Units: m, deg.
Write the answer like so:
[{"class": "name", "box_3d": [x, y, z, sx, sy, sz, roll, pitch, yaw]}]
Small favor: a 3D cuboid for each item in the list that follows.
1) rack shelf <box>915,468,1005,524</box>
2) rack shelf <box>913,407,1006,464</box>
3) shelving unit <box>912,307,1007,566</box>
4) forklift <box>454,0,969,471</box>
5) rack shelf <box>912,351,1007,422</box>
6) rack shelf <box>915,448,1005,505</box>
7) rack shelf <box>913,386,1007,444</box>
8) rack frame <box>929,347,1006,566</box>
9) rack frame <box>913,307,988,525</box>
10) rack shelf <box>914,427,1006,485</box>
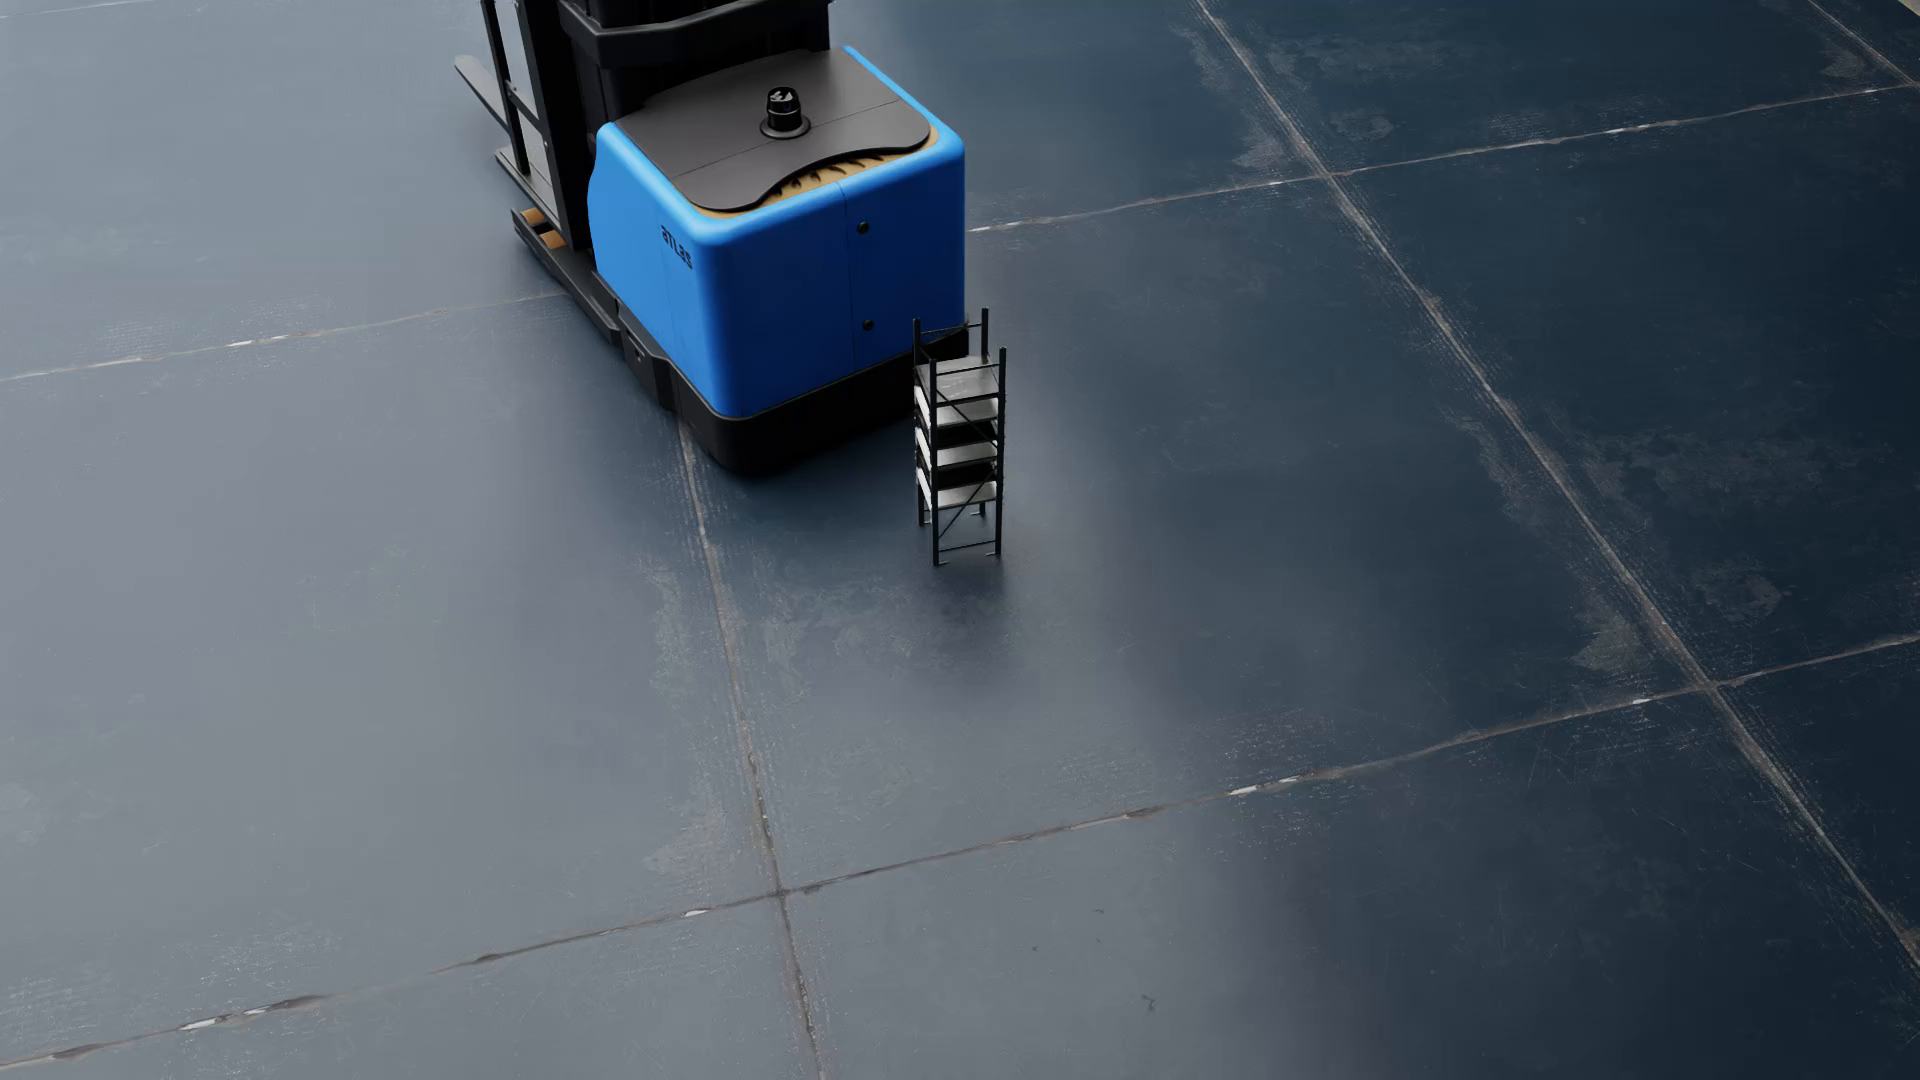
[{"class": "rack shelf", "box_3d": [-0.002, -0.171, 5.586, 0.258, 0.077, 0.200, -11, 47, -10]}, {"class": "rack shelf", "box_3d": [-0.002, -0.360, 5.394, 0.258, 0.077, 0.200, -11, 47, -10]}, {"class": "shelving unit", "box_3d": [-0.002, -0.321, 5.434, 0.258, 0.900, 0.210, -11, 47, -10]}, {"class": "forklift", "box_3d": [-1.199, -2.298, 5.950, 1.130, 2.935, 3.031, -25, 51, -23]}, {"class": "rack shelf", "box_3d": [-0.002, -0.486, 5.265, 0.258, 0.077, 0.200, -11, 47, -10]}, {"class": "rack shelf", "box_3d": [-0.002, -0.234, 5.522, 0.258, 0.077, 0.200, -11, 47, -10]}, {"class": "rack shelf", "box_3d": [-0.002, -0.423, 5.329, 0.258, 0.077, 0.200, -11, 47, -10]}, {"class": "rack frame", "box_3d": [0.024, -0.250, 5.365, 0.240, 0.900, 0.006, -11, 47, -10]}, {"class": "rack frame", "box_3d": [-0.028, -0.391, 5.503, 0.240, 0.900, 0.006, -11, 47, -10]}, {"class": "rack shelf", "box_3d": [-0.002, -0.297, 5.458, 0.258, 0.077, 0.200, -11, 47, -10]}]
